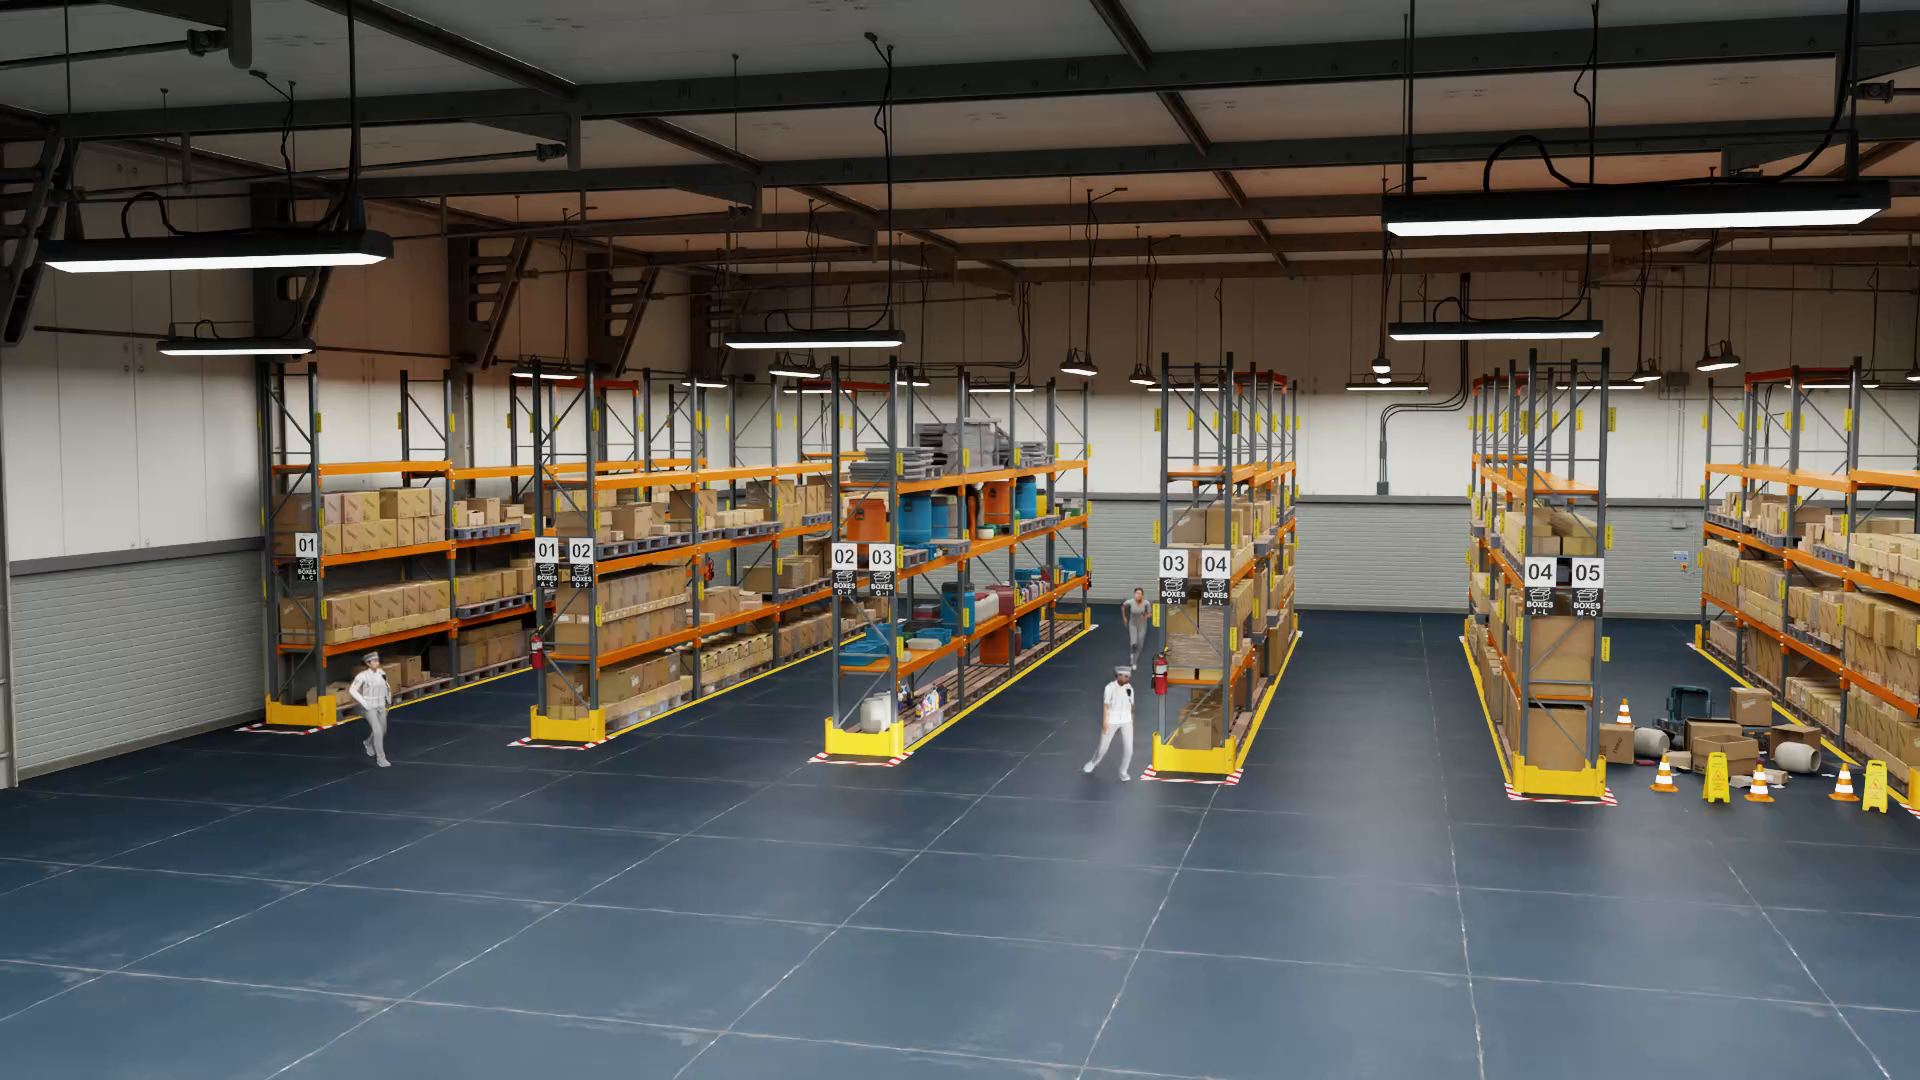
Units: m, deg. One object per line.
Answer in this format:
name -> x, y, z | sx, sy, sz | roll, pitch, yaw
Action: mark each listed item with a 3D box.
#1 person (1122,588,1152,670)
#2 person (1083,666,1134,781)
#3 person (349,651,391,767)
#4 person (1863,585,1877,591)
person -> 3.382, 1.694, 31.735 | 0.541, 1.600, 0.686 | 0, 4, -3
person -> 2.103, 2.550, 23.403 | 0.658, 1.613, 0.636 | -1, 4, -10
person -> -8.623, 2.459, 24.357 | 0.726, 1.689, 0.635 | 3, 5, 37
person -> 18.774, 1.721, 34.324 | 0.675, 1.753, 0.915 | -1, 4, -16
